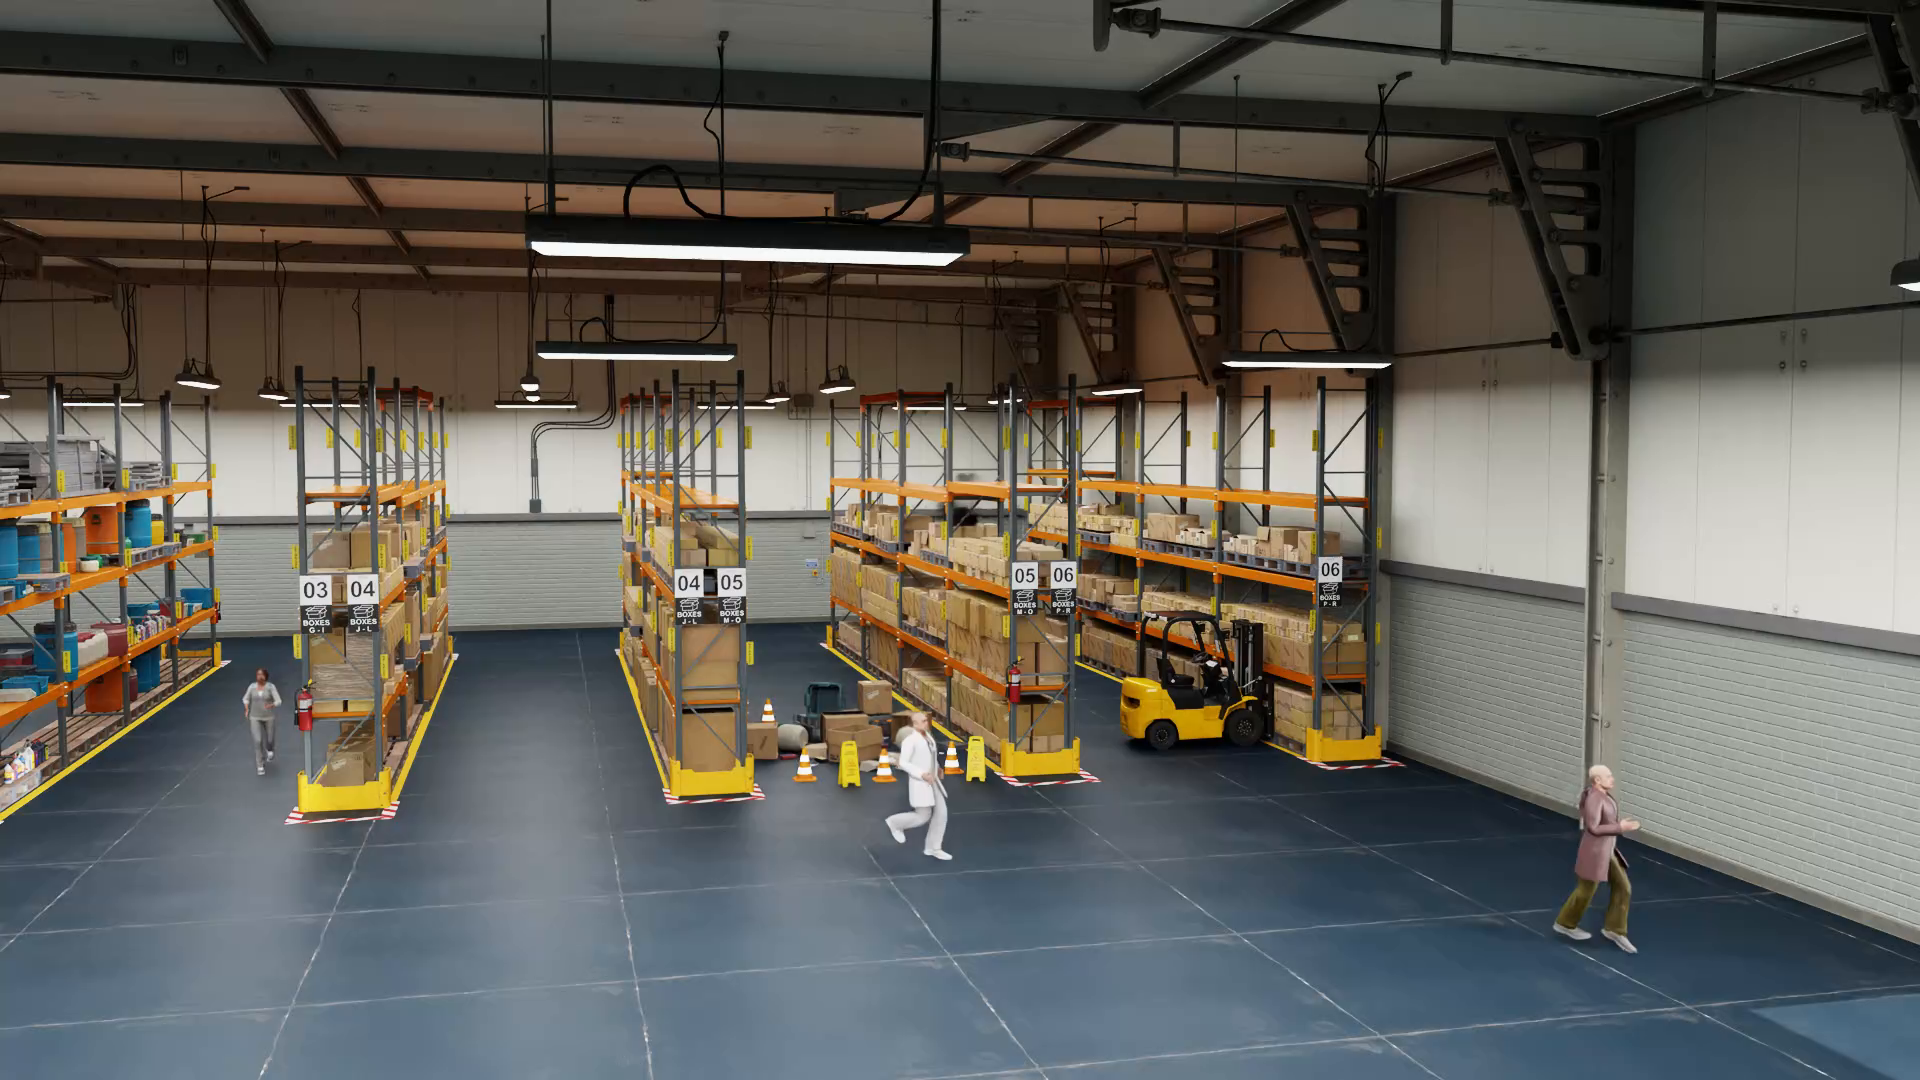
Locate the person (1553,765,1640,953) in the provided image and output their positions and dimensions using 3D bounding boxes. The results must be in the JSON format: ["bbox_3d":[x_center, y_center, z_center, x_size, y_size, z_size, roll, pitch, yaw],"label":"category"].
[{"bbox_3d":[6.298,3.129,16.417,0.818,1.834,0.698,3,4,38],"label":"person"}]

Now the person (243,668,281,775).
[{"bbox_3d":[-10.552,2.722,25.141,0.548,1.549,0.805,-1,4,-19],"label":"person"}]

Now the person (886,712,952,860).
[{"bbox_3d":[-0.472,2.948,20.082,0.882,1.752,0.724,2,4,33],"label":"person"}]
